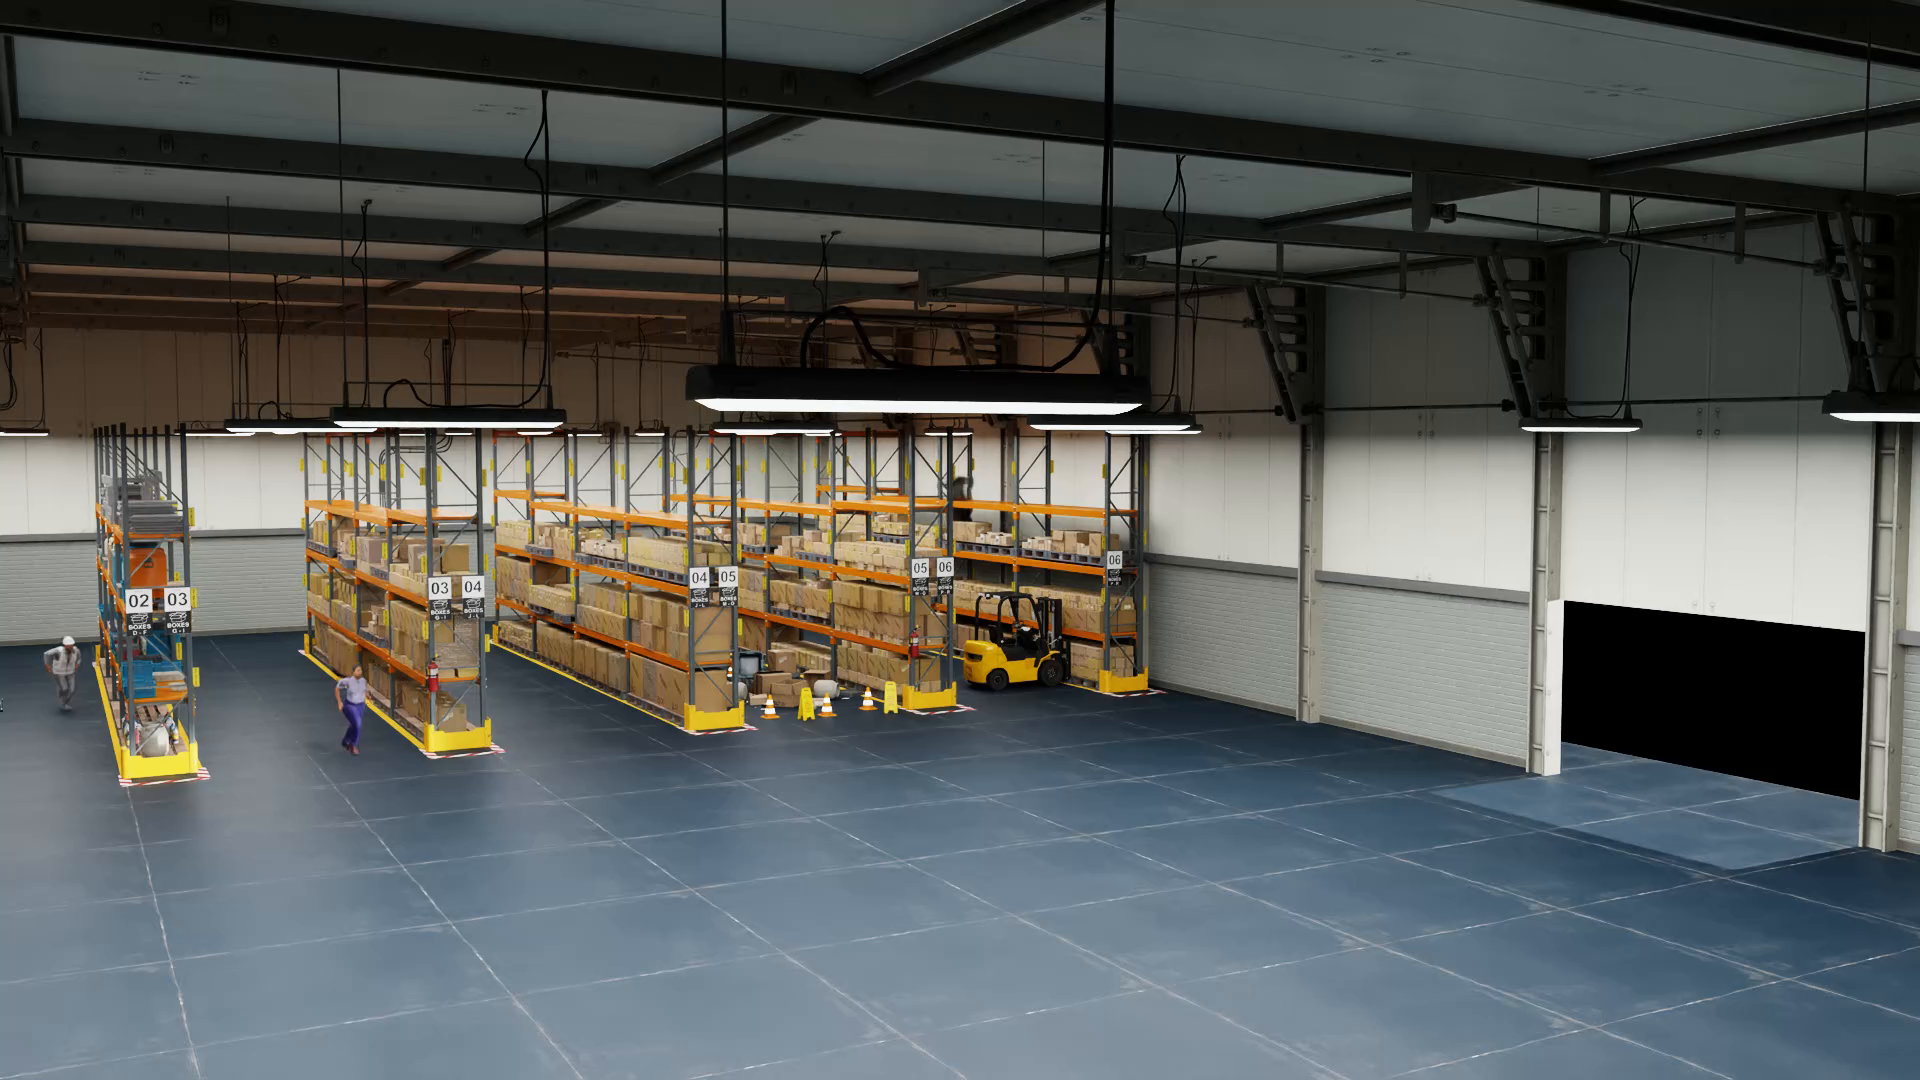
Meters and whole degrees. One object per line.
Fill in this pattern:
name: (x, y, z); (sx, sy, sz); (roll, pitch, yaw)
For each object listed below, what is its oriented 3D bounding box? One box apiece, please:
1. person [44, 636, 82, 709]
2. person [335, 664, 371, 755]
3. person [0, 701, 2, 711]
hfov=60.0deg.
person: (-18.863, 2.808, 34.994); (0.691, 1.597, 0.820); (-3, 5, -43)
person: (-11.059, 3.091, 30.321); (0.802, 1.666, 0.549); (2, 4, 31)
person: (-17.209, 3.120, 29.241); (0.916, 1.689, 0.581); (3, 4, 37)
